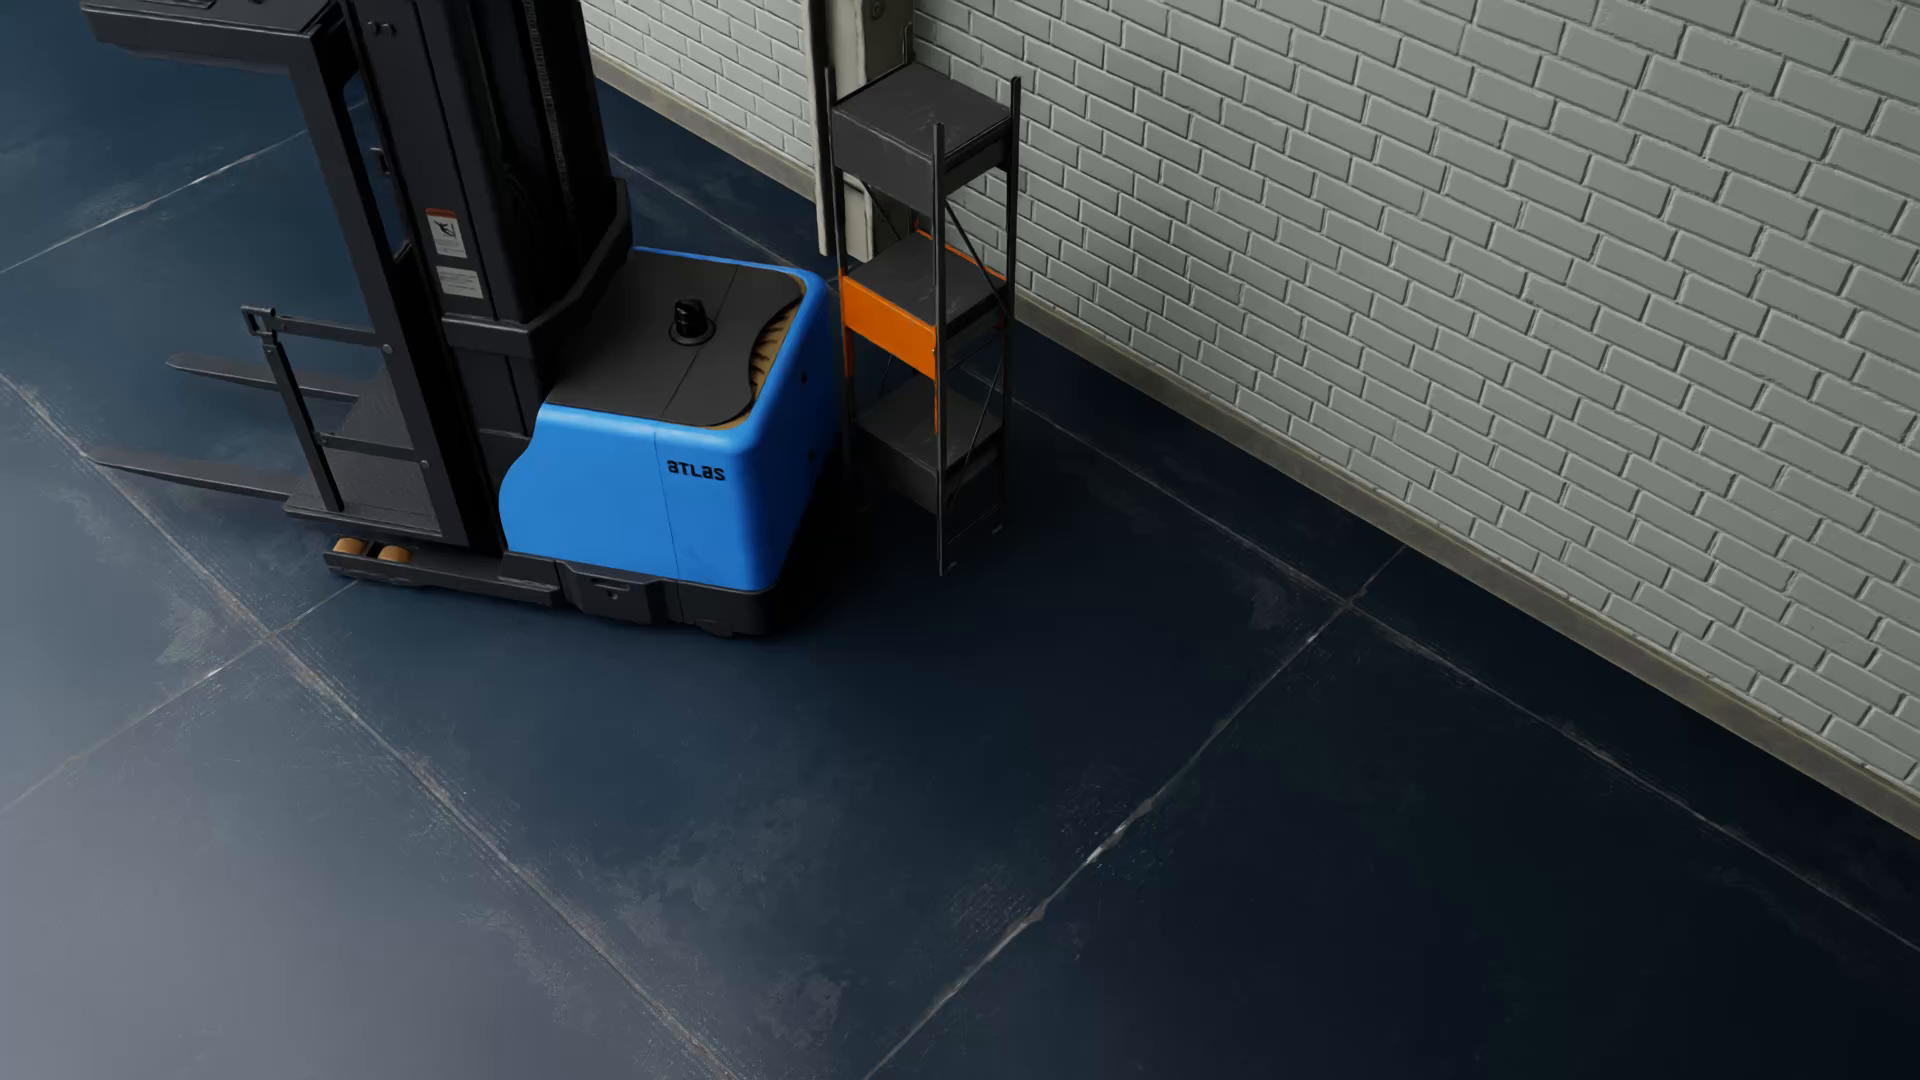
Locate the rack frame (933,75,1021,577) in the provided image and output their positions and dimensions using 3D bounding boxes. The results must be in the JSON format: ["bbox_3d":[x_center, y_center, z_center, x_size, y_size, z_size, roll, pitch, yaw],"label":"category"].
[{"bbox_3d":[0.058,-0.680,6.057,0.015,2.100,0.400,34,55,28],"label":"rack frame"}]

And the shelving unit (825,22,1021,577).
[{"bbox_3d":[-0.122,-0.801,6.170,0.503,2.100,0.431,34,55,28],"label":"shelving unit"}]

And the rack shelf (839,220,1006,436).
[{"bbox_3d":[-0.122,-0.791,6.180,0.480,0.518,0.431,34,55,28],"label":"rack shelf"}]

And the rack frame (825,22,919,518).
[{"bbox_3d":[-0.301,-0.921,6.283,0.015,2.100,0.400,34,55,28],"label":"rack frame"}]

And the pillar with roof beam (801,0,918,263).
[{"bbox_3d":[-3.365,-2.176,2.729,0.400,9.000,9.100,34,55,28],"label":"pillar with roof beam"}]

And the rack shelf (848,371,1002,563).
[{"bbox_3d":[-0.122,-0.312,6.690,0.480,0.518,0.431,34,55,28],"label":"rack shelf"}]

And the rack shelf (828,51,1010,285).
[{"bbox_3d":[-0.122,-1.270,5.670,0.480,0.518,0.431,34,55,28],"label":"rack shelf"}]

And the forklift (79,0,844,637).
[{"bbox_3d":[-2.063,-1.187,5.962,3.031,2.935,1.130,9,48,9],"label":"forklift"}]
